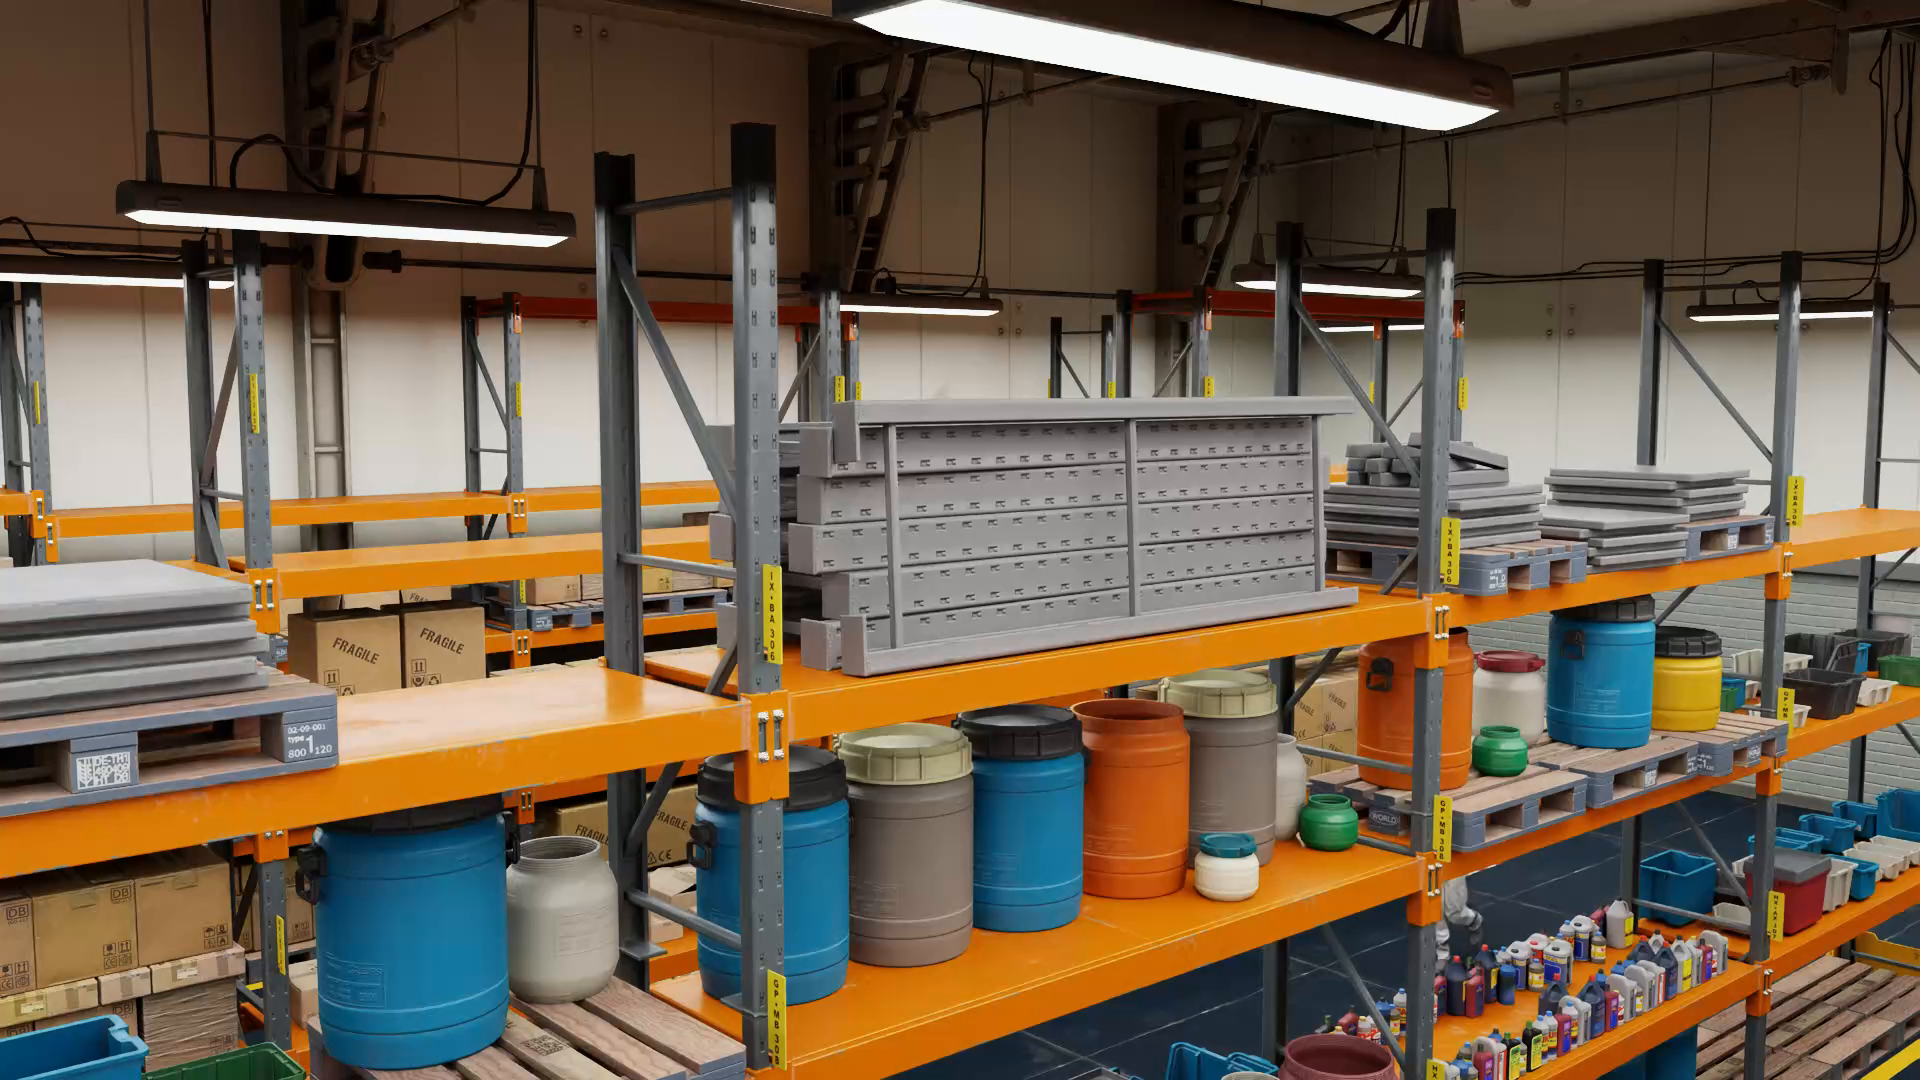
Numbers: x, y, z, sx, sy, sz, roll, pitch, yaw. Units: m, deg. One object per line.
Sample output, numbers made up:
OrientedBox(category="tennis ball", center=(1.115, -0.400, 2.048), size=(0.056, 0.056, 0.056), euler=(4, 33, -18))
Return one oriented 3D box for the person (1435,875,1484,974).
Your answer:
OrientedBox(category="person", center=(4.354, 2.905, 14.779), size=(0.652, 1.768, 0.735), euler=(4, 7, 39))
